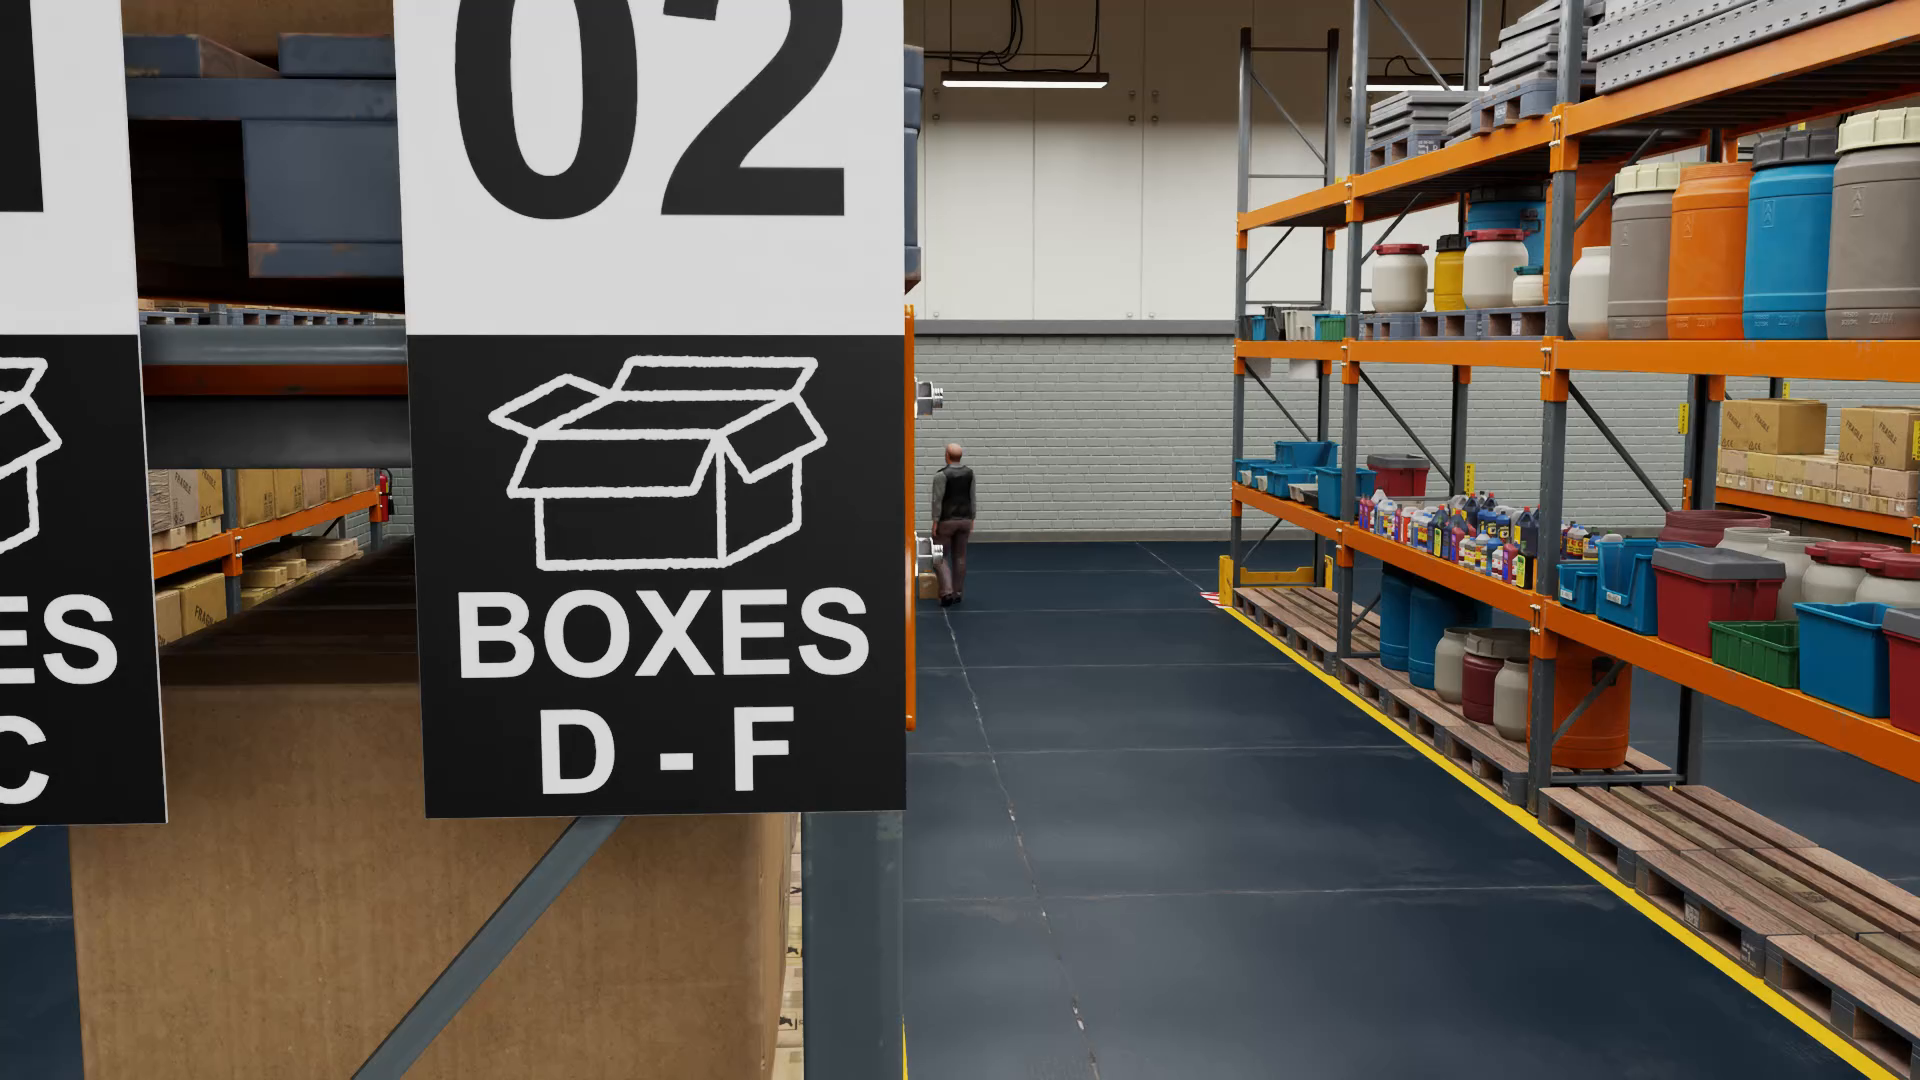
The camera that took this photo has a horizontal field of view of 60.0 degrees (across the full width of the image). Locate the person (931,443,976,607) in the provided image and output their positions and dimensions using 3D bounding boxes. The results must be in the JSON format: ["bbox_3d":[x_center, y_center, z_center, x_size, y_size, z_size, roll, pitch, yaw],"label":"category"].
[{"bbox_3d":[-0.086,-0.143,17.826,0.562,1.792,0.516,-4,8,-30],"label":"person"}]
